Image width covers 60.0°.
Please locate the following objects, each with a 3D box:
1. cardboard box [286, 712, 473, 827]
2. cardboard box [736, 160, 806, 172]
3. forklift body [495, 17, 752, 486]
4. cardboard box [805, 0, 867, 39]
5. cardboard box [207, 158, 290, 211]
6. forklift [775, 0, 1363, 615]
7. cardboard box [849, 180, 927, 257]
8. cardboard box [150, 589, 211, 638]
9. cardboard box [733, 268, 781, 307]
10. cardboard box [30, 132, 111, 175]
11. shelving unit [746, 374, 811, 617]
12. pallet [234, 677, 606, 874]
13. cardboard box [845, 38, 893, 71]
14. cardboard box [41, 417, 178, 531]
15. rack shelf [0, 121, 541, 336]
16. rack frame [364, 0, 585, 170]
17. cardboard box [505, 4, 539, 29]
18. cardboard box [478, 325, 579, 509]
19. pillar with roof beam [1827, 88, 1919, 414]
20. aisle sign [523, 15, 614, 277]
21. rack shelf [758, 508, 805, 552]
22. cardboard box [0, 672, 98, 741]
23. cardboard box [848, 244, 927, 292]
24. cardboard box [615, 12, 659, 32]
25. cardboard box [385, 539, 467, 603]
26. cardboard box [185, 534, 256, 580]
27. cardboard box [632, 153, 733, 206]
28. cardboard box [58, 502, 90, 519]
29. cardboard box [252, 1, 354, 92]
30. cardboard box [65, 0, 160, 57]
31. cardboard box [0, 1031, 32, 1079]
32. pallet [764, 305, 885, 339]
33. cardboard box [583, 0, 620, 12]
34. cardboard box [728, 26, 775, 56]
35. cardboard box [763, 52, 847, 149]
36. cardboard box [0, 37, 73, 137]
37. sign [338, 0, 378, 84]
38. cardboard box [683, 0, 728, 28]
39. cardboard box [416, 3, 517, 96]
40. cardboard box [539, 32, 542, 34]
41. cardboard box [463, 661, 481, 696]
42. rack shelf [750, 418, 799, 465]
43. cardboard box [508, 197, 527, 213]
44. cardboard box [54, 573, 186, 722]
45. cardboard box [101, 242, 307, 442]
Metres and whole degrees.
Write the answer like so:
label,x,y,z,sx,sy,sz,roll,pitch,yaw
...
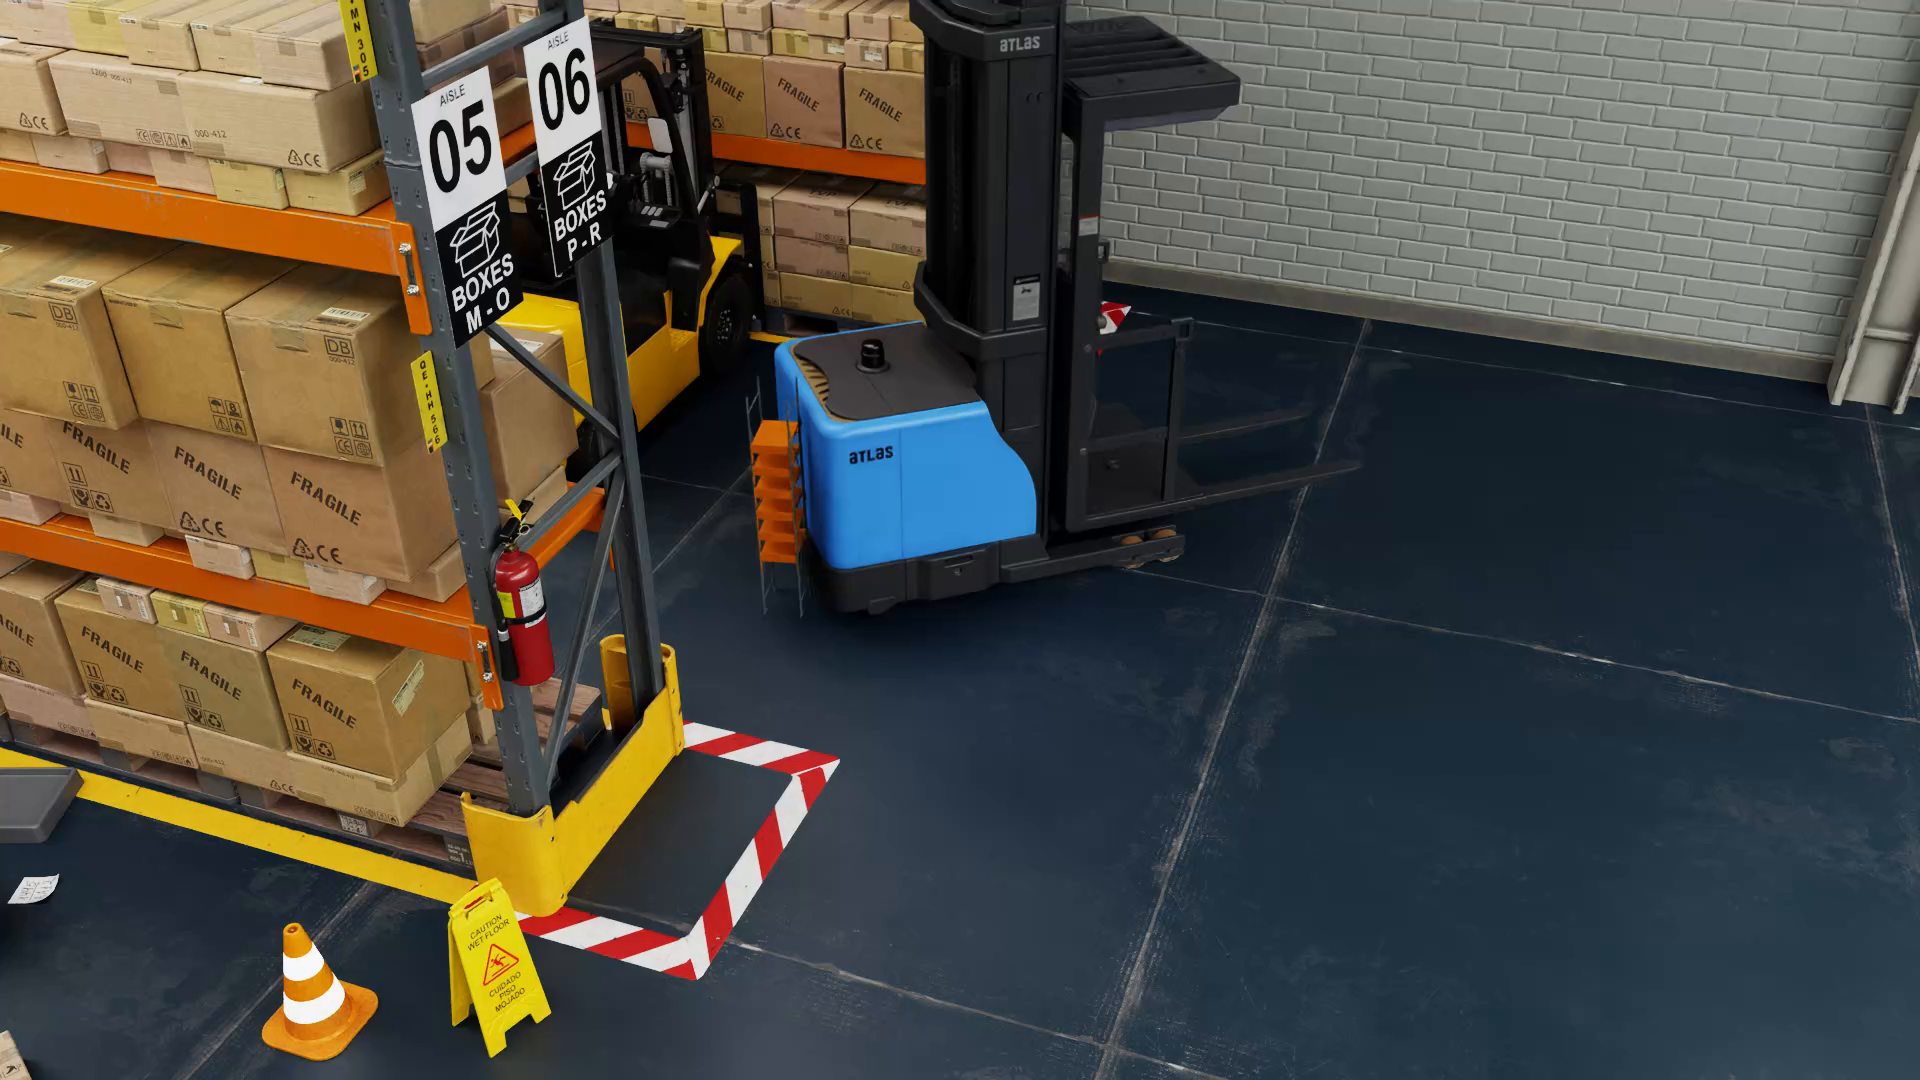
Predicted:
label,x,y,z,sx,sy,sz,roll,pitch,yaw
cardboard box,-2.359,0.866,6.790,0.500,0.250,0.500,11,34,16
cardboard box,-1.141,-2.445,10.998,0.500,0.250,0.500,11,34,16
forklift body,-2.214,-1.691,9.387,1.214,2.155,2.313,11,34,16
cardboard box,-0.720,-3.093,9.811,0.250,0.149,0.380,12,35,18
cardboard box,-2.160,-1.203,5.314,0.250,0.149,0.380,11,35,17
forklift,0.634,-1.343,8.128,3.031,2.935,1.130,-11,34,-16
cardboard box,-0.352,-1.999,10.307,0.500,0.250,0.500,12,35,18
cardboard box,-2.931,0.200,6.533,0.250,0.149,0.380,12,35,17
cardboard box,-1.295,-1.771,10.875,0.500,0.250,0.500,11,35,17
cardboard box,-2.865,-1.371,5.574,0.250,0.149,0.380,11,34,16
shelving unit,-0.859,-0.196,7.946,0.189,1.200,0.258,4,33,6
pallet,-2.309,0.893,7.172,1.213,0.211,1.003,11,34,16
cardboard box,-0.485,-2.899,9.785,0.250,0.149,0.380,12,35,17
cardboard box,-3.028,-0.410,6.254,0.500,0.500,0.500,11,34,16
rack shelf,-3.367,-1.421,6.084,4.000,0.370,1.077,11,34,16
rack frame,-1.485,-2.618,4.508,0.127,3.000,1.000,11,34,16
cardboard box,-2.662,-3.323,10.442,0.250,0.149,0.380,12,35,18
cardboard box,-1.837,-0.493,6.381,0.500,0.500,0.500,10,34,16
pillar with roof beam,4.031,-2.444,4.240,0.400,9.000,9.100,11,34,16
aisle sign,-1.322,-1.336,5.658,0.004,0.787,0.394,11,34,16
rack shelf,-0.858,-0.057,8.035,0.180,0.103,0.258,4,33,6
cardboard box,-3.779,0.583,7.230,0.500,0.250,0.500,11,34,16
cardboard box,-0.377,-1.793,10.449,0.500,0.250,0.500,11,34,16
cardboard box,-1.919,-3.193,10.240,0.250,0.149,0.380,10,34,15
cardboard box,-1.909,0.049,6.140,0.250,0.149,0.380,12,35,18
cardboard box,-2.672,-0.030,6.263,0.250,0.149,0.380,12,35,17
cardboard box,-1.788,-2.273,10.731,0.500,0.250,0.500,10,34,15
cardboard box,-3.341,-0.241,6.589,0.250,0.149,0.380,11,34,16
cardboard box,-1.903,-1.498,5.036,0.250,0.149,0.380,11,35,17
cardboard box,-2.600,-1.675,5.310,0.250,0.149,0.380,11,35,17
cardboard box,-3.399,1.892,5.682,0.380,0.149,0.250,-25,40,-33
pallet,-0.548,-1.580,11.002,1.213,0.211,1.003,11,34,16
cardboard box,-2.140,-3.399,10.285,0.250,0.149,0.380,11,34,16
cardboard box,-1.206,-3.054,10.024,0.250,0.149,0.380,10,34,15
cardboard box,-0.851,-2.730,10.121,0.500,0.500,0.500,12,35,18
cardboard box,-3.020,-1.561,5.501,0.500,0.250,0.500,12,35,18
sign,-1.691,-1.450,4.648,0.005,0.325,0.100,11,34,16
cardboard box,-1.457,-3.212,9.996,0.250,0.149,0.380,12,35,17
cardboard box,-1.868,-1.648,5.635,0.500,0.250,0.500,10,34,16
cardboard box,-2.754,-3.105,10.702,0.500,0.500,0.500,12,35,17
cardboard box,-2.173,0.273,7.018,0.500,0.500,0.500,10,34,15
rack shelf,-0.861,-0.461,7.775,0.180,0.103,0.258,4,33,6
cardboard box,-2.753,-2.259,11.170,0.500,0.250,0.500,11,34,16
cardboard box,-3.292,0.363,6.879,0.500,0.500,0.500,10,34,15
cardboard box,-2.513,-0.763,5.878,0.500,0.500,0.700,11,35,17
